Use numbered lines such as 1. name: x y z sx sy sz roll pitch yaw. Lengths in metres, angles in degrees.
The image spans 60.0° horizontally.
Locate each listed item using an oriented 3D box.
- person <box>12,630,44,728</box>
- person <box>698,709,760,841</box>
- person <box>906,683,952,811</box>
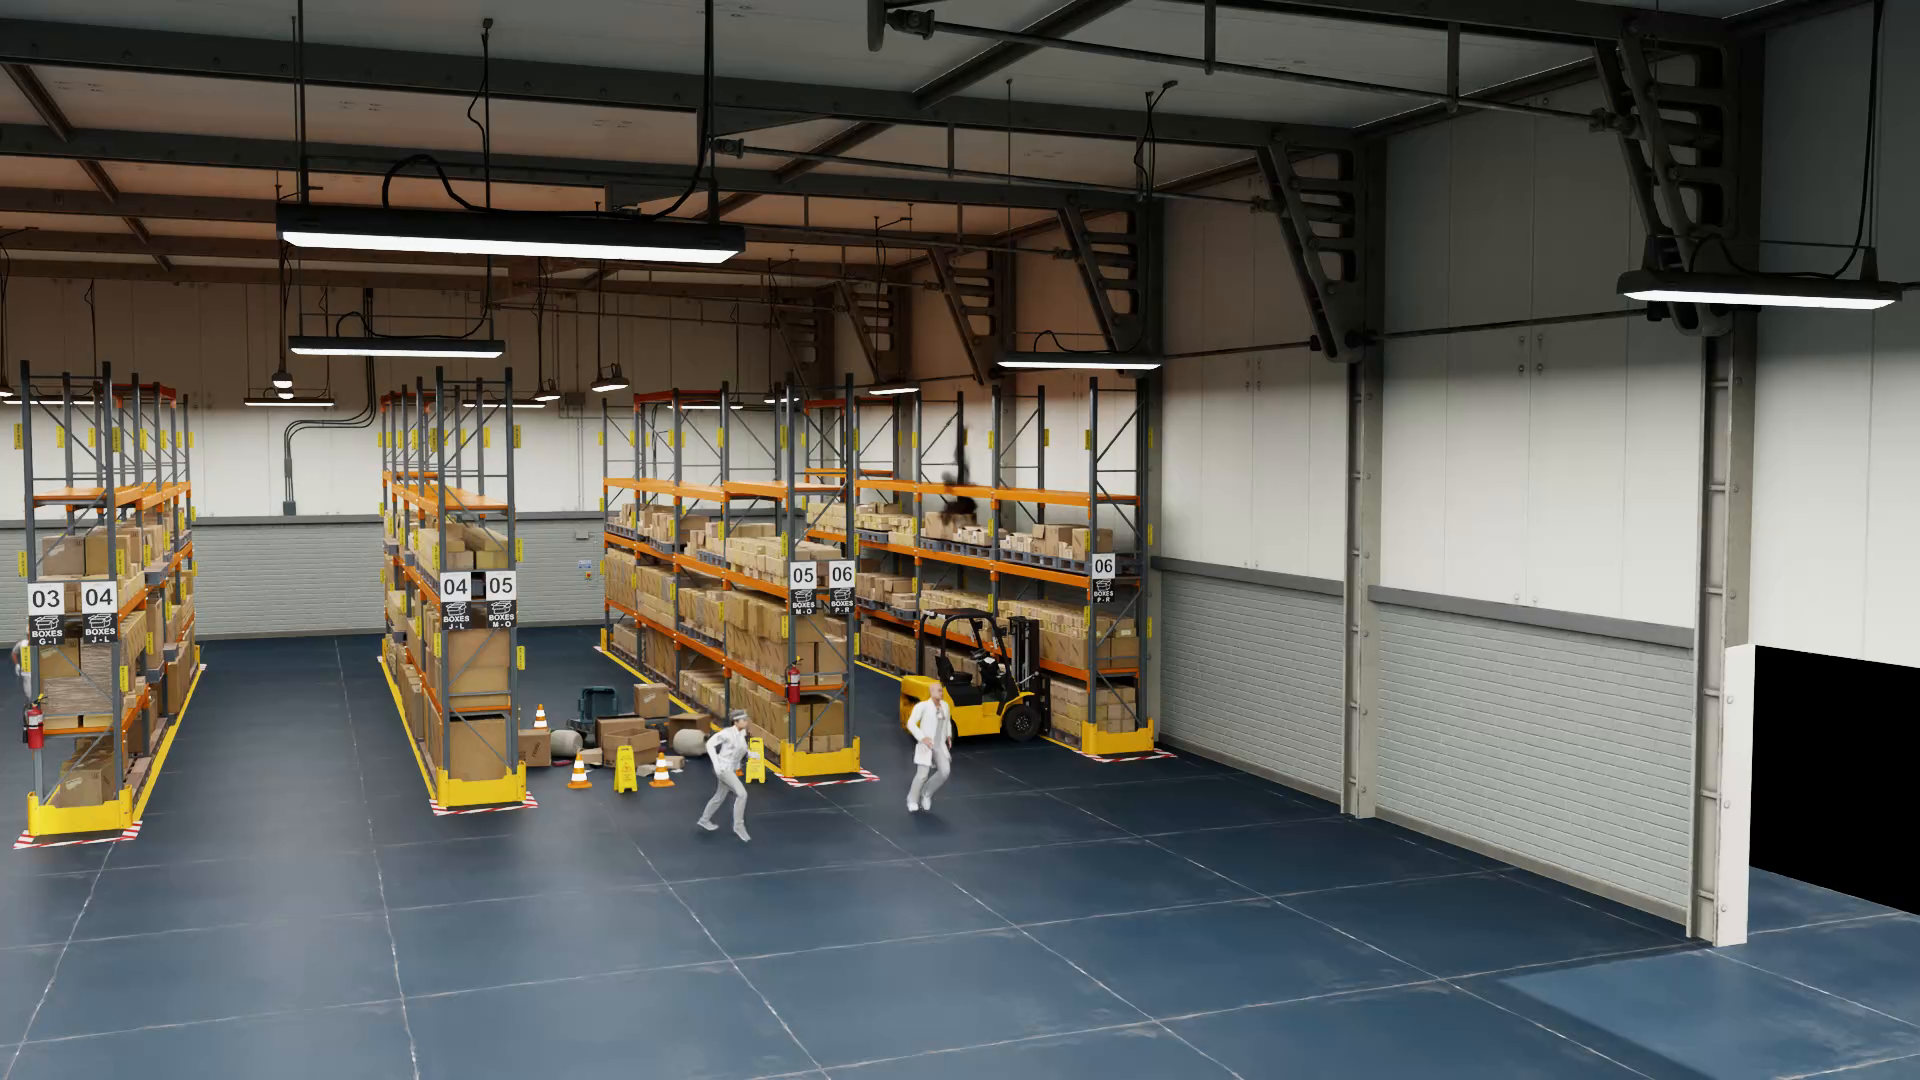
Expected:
1. person: -16.071 2.394 28.879 0.677 1.813 0.795 -2 4 -29
2. person: -2.959 2.937 20.955 0.869 1.675 0.632 1 4 22
3. person: -0.357 2.787 22.447 0.773 1.716 0.614 -2 4 -33
